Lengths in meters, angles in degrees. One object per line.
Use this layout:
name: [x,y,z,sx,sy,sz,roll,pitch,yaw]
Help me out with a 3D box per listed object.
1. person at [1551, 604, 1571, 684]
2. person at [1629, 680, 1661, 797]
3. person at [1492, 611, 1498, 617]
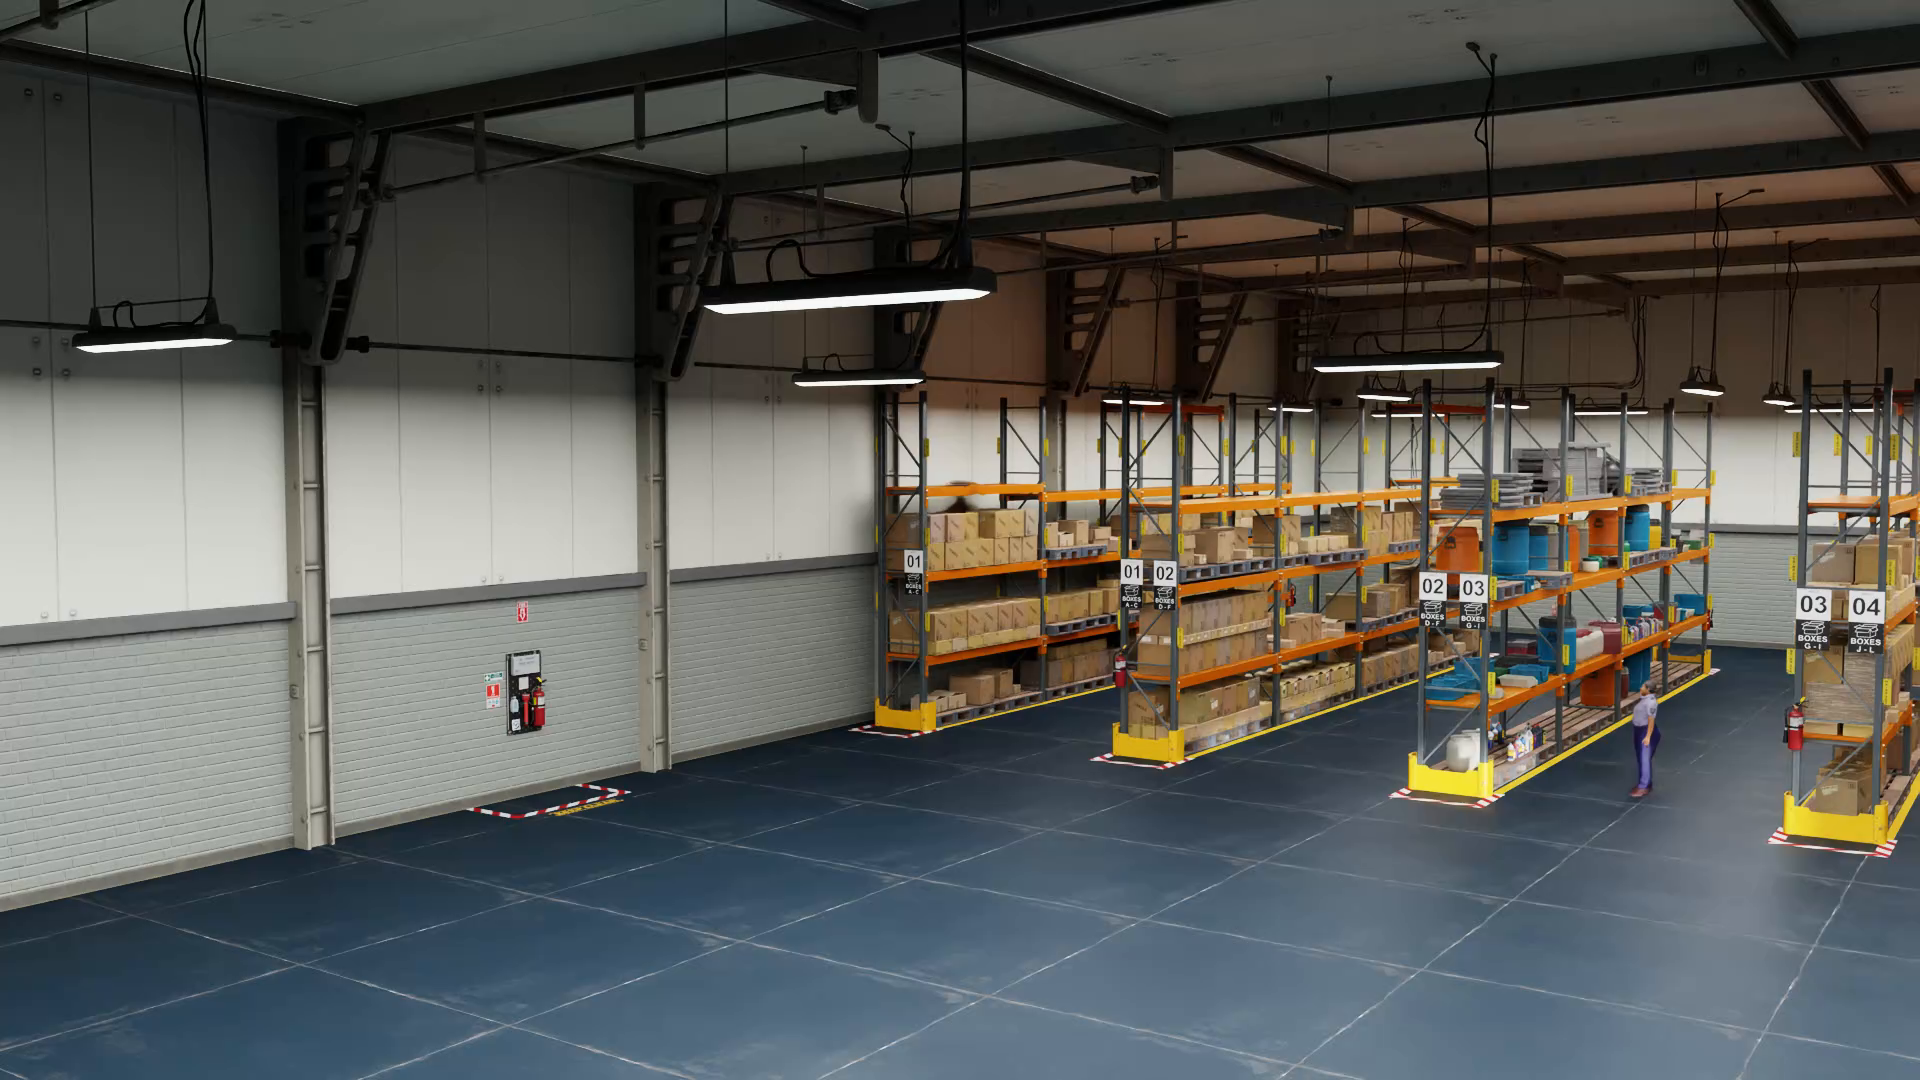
person: [12.381,2.201,34.539,0.954,1.760,0.591,-3,4,-39]
person: [9.867,2.851,24.095,0.517,1.660,0.490,0,3,-6]
person: [13.736,1.800,43.269,0.499,1.669,0.393,1,3,14]
